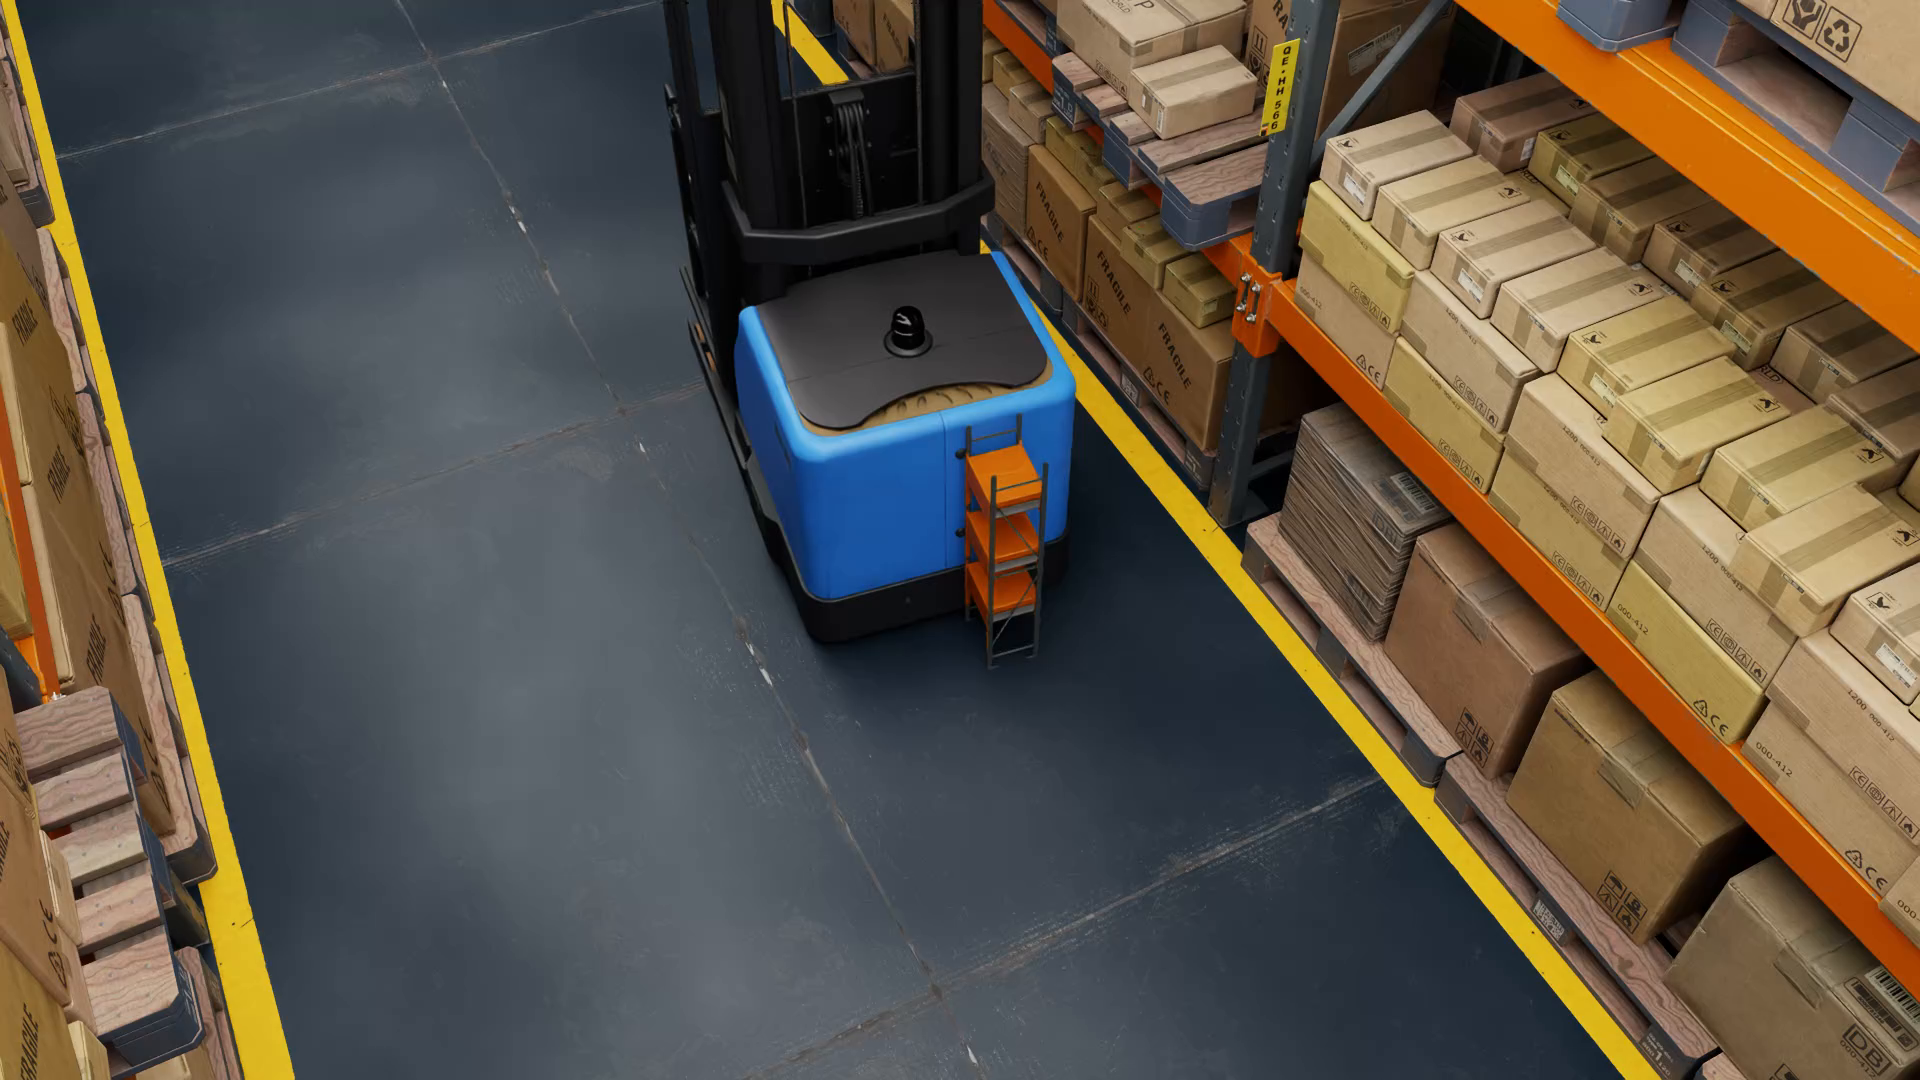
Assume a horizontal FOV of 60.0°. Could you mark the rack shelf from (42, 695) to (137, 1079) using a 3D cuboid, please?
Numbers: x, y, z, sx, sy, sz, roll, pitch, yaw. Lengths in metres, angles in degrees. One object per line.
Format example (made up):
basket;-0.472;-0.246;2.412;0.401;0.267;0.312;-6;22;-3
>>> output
rack shelf;-2.025;2.050;3.335;1.077;0.370;4.000;-21;52;-18

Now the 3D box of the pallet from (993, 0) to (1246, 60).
pallet;0.578;-2.475;6.942;1.003;0.211;1.213;-21;52;-18

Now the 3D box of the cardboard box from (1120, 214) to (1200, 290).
cardboard box;0.868;-1.182;6.634;0.380;0.149;0.250;-24;53;-19

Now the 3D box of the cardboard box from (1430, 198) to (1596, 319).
cardboard box;1.619;-0.828;4.877;0.380;0.149;0.250;-20;52;-17

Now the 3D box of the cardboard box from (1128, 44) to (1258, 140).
cardboard box;0.830;-1.601;5.938;0.380;0.149;0.250;-20;52;-17

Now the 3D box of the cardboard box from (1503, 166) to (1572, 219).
cardboard box;1.924;-1.148;5.422;0.500;0.250;0.500;-20;52;-17

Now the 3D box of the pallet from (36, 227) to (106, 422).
pallet;-4.350;-0.794;7.197;1.003;0.211;1.213;-21;52;-18

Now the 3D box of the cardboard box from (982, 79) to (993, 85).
cardboard box;0.139;-2.141;7.904;0.500;0.500;0.500;-23;53;-19

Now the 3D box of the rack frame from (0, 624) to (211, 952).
rack frame;-2.940;0.474;4.235;1.000;3.000;0.127;-21;52;-18

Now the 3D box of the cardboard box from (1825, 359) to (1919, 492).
cardboard box;2.520;-0.315;4.428;0.380;0.149;0.250;-20;52;-17

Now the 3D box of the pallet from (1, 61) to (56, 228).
pallet;-5.049;-1.821;8.095;1.003;0.211;1.213;-21;52;-18

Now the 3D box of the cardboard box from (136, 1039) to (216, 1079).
cardboard box;-2.690;1.583;4.732;0.950;0.372;0.625;-24;53;-20

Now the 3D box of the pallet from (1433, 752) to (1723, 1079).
pallet;2.368;1.060;5.575;1.003;0.211;1.213;-21;52;-18

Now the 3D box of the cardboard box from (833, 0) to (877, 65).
cardboard box;-0.337;-2.829;8.506;0.500;0.500;0.500;-19;52;-16

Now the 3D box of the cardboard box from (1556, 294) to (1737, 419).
cardboard box;1.892;-0.500;4.590;0.380;0.149;0.250;-21;52;-17

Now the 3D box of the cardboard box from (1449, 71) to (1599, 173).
cardboard box;1.800;-1.336;5.321;0.380;0.149;0.250;-20;52;-16

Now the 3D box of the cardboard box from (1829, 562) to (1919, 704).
cardboard box;2.337;0.196;3.981;0.380;0.149;0.250;-21;52;-17

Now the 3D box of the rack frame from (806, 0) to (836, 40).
rack frame;-0.359;-3.915;8.074;1.000;3.000;0.127;-21;52;-18

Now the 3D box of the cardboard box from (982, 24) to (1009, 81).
cardboard box;0.222;-2.260;7.577;0.380;0.149;0.250;-19;52;-16

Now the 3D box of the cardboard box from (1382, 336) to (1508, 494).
cardboard box;1.683;-0.469;5.160;0.500;0.250;0.500;-22;52;-18

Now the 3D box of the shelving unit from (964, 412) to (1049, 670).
shelving unit;0.156;0.028;5.921;0.215;1.050;0.252;-15;50;-13

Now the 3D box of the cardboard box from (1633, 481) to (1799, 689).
cardboard box;2.165;0.053;4.371;0.500;0.250;0.500;-20;52;-17

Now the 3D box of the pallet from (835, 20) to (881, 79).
pallet;0.047;-2.466;8.659;1.003;0.211;1.213;-21;52;-18

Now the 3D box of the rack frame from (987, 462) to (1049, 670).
rack frame;0.196;0.115;5.845;0.200;1.050;0.008;-15;50;-13

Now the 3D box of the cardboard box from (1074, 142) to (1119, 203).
cardboard box;0.706;-1.566;6.970;0.380;0.149;0.250;-20;52;-16

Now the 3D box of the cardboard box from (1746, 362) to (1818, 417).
cardboard box;2.387;-0.470;4.829;0.500;0.250;0.500;-22;52;-18

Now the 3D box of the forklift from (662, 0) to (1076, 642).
forklift;-0.550;-1.719;6.199;1.130;2.935;3.031;-15;50;-13

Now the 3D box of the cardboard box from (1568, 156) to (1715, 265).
cardboard box;2.084;-1.005;5.032;0.380;0.149;0.250;-21;52;-18

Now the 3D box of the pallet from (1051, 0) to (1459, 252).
pallet;1.099;-1.604;6.180;1.213;0.211;1.003;-21;52;-18

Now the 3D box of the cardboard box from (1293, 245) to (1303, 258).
cardboard box;1.510;-1.223;6.670;0.380;0.149;0.250;-19;51;-16

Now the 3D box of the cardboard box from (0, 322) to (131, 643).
cardboard box;-3.587;-0.054;5.829;0.875;0.875;0.875;-21;52;-17

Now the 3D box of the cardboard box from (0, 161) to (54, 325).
cardboard box;-4.416;-1.254;6.879;0.875;0.875;0.875;-20;52;-16

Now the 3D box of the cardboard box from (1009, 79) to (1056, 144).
cardboard box;0.439;-1.907;7.269;0.380;0.149;0.250;-23;53;-19

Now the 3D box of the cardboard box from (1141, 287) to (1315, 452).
cardboard box;1.087;-0.762;6.698;0.500;0.500;0.500;-20;52;-16

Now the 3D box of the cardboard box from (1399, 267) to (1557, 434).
cardboard box;1.686;-0.636;4.974;0.500;0.250;0.500;-20;52;-16

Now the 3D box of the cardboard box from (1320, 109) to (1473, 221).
cardboard box;1.356;-1.170;5.175;0.380;0.149;0.250;-20;52;-16

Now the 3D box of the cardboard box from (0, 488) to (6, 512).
cardboard box;-3.191;-0.228;4.949;0.500;0.250;0.500;-23;53;-19

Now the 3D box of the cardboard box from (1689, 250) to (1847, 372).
cardboard box;2.309;-0.663;4.733;0.380;0.149;0.250;-21;52;-18

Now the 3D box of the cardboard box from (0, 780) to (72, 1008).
cardboard box;-2.239;0.756;3.446;0.500;0.500;0.500;-22;52;-18

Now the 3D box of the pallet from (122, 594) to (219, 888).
pallet;-3.234;0.839;5.769;1.003;0.211;1.213;-21;52;-18

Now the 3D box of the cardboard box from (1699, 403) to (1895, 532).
cardboard box;2.161;-0.169;4.300;0.380;0.149;0.250;-21;52;-18

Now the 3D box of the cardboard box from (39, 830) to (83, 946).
cardboard box;-2.239;0.865;3.781;0.380;0.149;0.250;-22;52;-18

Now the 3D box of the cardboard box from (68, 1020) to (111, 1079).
cardboard box;-1.992;1.215;3.475;0.380;0.149;0.250;-20;52;-17

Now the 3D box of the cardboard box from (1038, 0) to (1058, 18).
cardboard box;0.560;-2.439;6.435;0.797;0.503;0.637;-22;52;-18

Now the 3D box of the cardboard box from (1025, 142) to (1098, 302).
cardboard box;0.625;-1.450;7.300;0.500;0.500;0.500;-19;52;-16

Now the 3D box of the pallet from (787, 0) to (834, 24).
pallet;-0.672;-3.457;9.526;1.003;0.211;1.213;-21;52;-18

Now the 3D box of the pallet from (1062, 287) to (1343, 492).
pallet;1.164;-0.833;7.231;1.003;0.211;1.213;-21;52;-18

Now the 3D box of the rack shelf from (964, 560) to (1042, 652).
rack shelf;0.156;0.218;6.138;0.215;0.259;0.240;-15;50;-13

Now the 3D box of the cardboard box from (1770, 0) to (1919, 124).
cardboard box;2.052;-1.179;3.277;0.500;0.500;0.500;-20;52;-17

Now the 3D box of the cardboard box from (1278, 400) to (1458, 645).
cardboard box;1.745;-0.172;6.099;0.875;0.625;0.625;-20;52;-16

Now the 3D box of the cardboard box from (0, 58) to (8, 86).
cardboard box;-5.373;-2.554;8.307;0.875;0.438;0.875;-23;53;-19

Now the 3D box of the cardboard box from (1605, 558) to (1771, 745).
cardboard box;2.161;0.221;4.556;0.500;0.250;0.500;-20;52;-16

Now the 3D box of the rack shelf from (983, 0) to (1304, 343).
rack shelf;0.556;-2.340;7.174;1.077;0.370;4.000;-21;52;-18

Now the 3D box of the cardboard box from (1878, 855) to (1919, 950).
cardboard box;2.604;0.907;3.956;0.500;0.250;0.500;-21;52;-18

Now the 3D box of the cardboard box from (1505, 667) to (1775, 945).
cardboard box;2.359;0.713;5.325;0.875;0.625;0.625;-23;53;-19

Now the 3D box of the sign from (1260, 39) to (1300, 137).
sign;0.993;-1.400;5.157;0.100;0.325;0.005;-21;52;-18
